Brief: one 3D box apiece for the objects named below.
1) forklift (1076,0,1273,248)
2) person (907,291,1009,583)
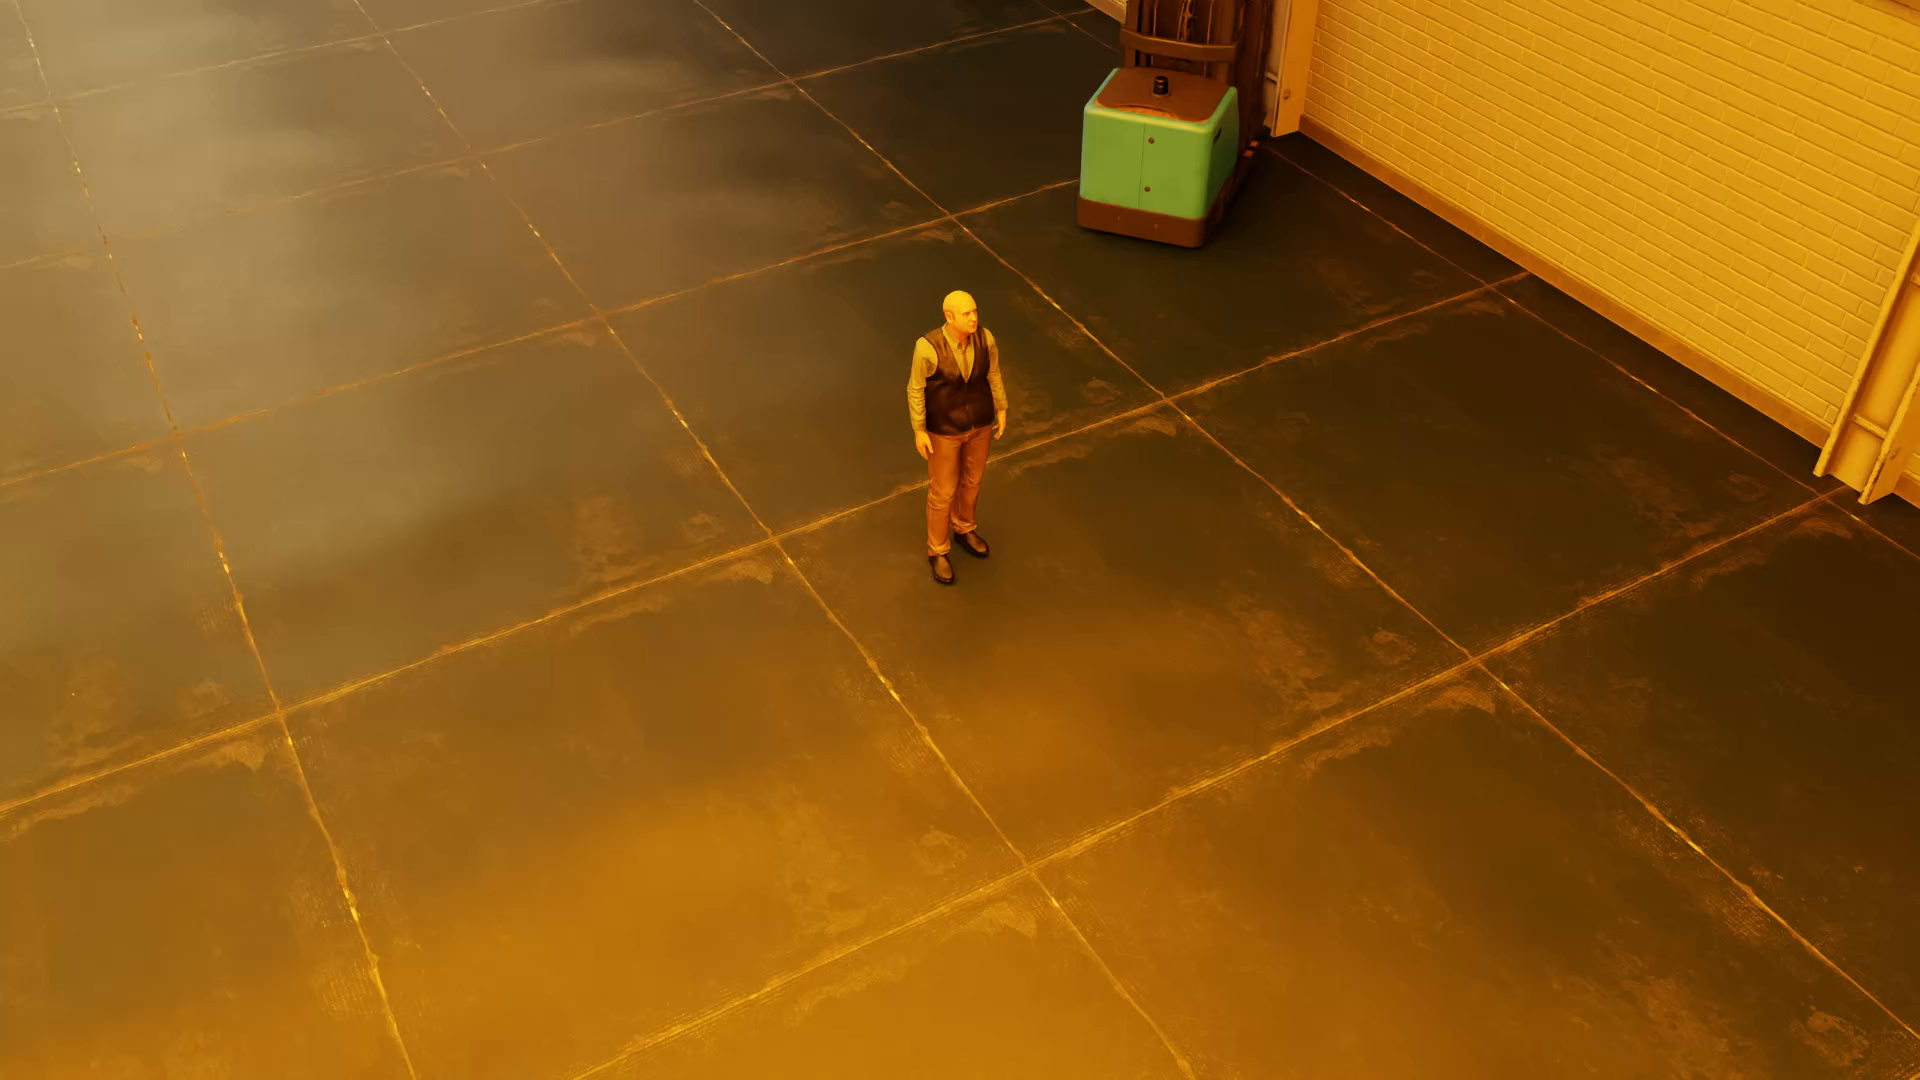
[{"bbox_3d":[1.943,-4.354,13.286,1.130,2.935,3.031,14,42,16],"label":"forklift"},{"bbox_3d":[0.025,-0.631,9.733,0.634,1.722,0.566,-20,44,-23],"label":"person"}]
